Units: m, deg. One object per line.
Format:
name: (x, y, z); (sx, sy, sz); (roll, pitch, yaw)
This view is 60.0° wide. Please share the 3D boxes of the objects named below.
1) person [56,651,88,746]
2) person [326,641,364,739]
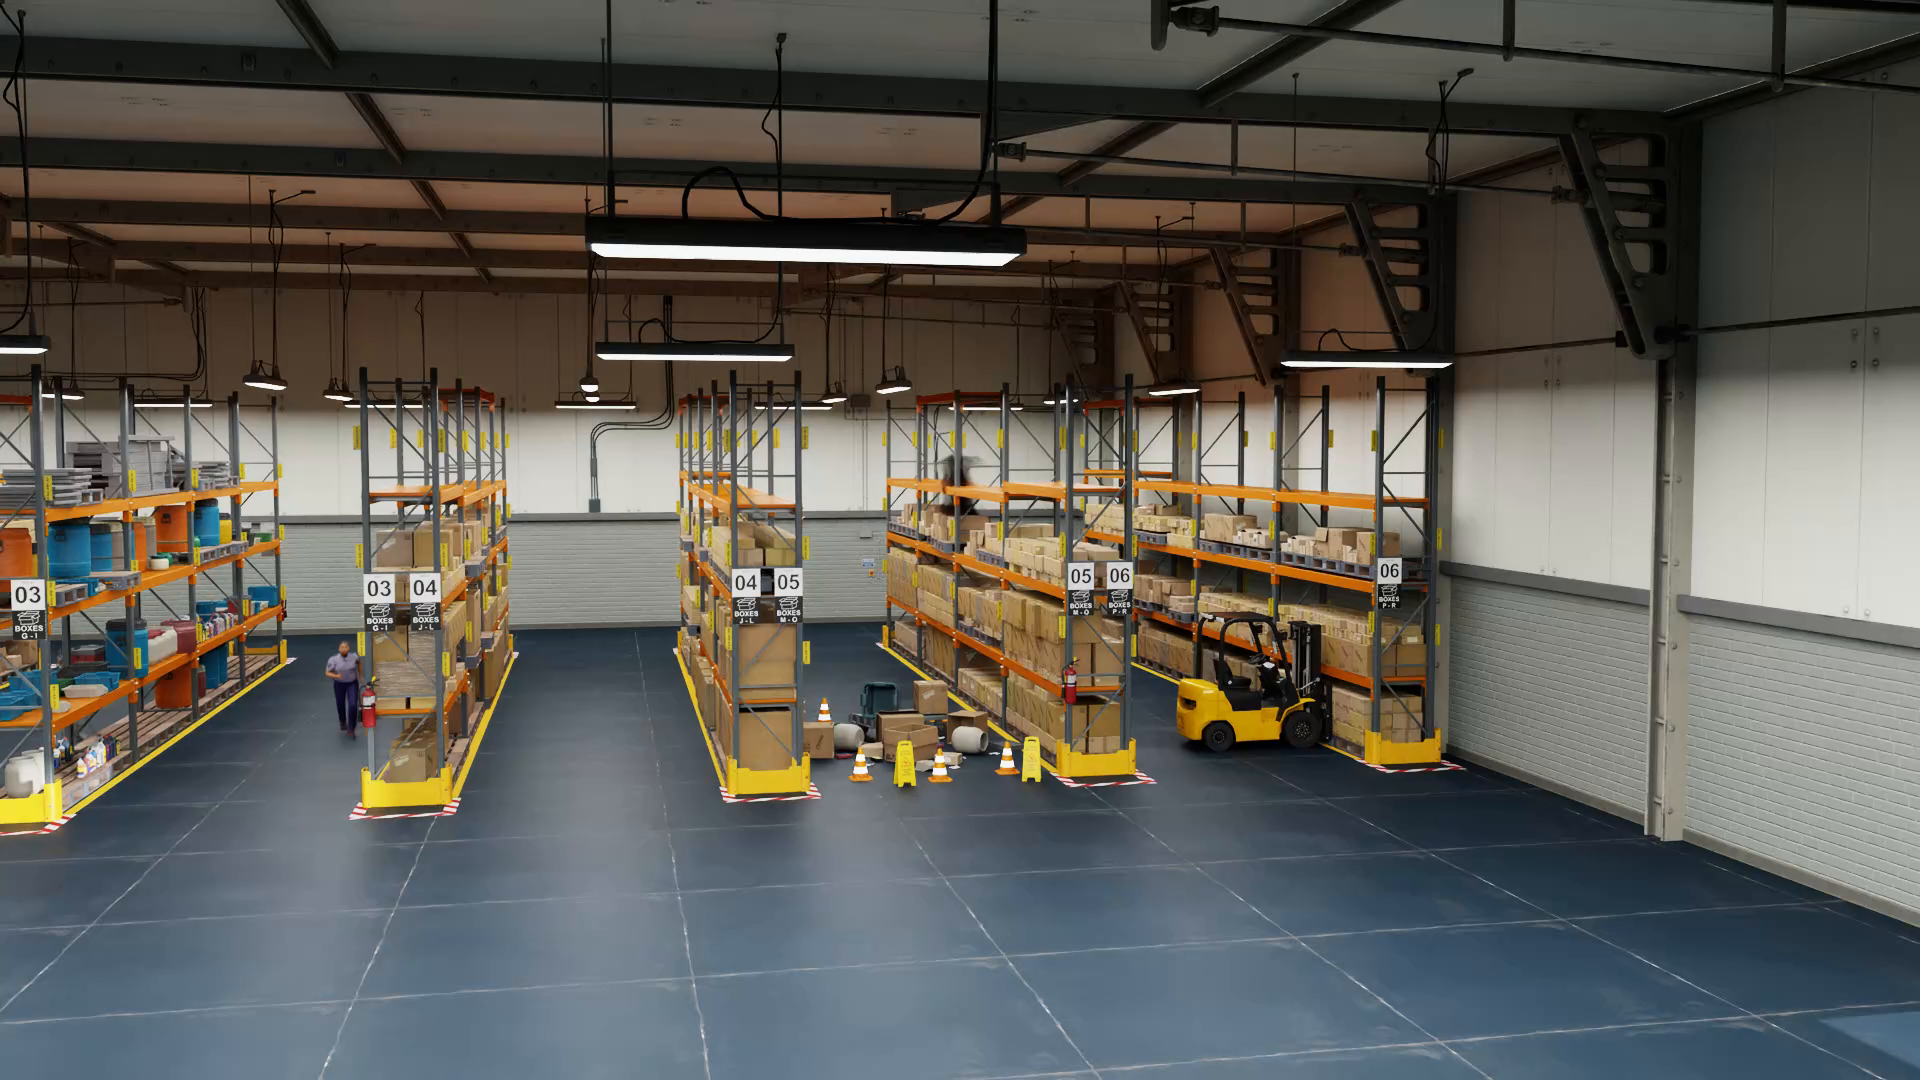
person: (-14.300, 2.580, 26.724); (0.494, 1.664, 0.637); (-2, 4, -26)
person: (-10.423, 2.504, 28.201); (0.611, 1.629, 0.962); (-1, 4, -20)
